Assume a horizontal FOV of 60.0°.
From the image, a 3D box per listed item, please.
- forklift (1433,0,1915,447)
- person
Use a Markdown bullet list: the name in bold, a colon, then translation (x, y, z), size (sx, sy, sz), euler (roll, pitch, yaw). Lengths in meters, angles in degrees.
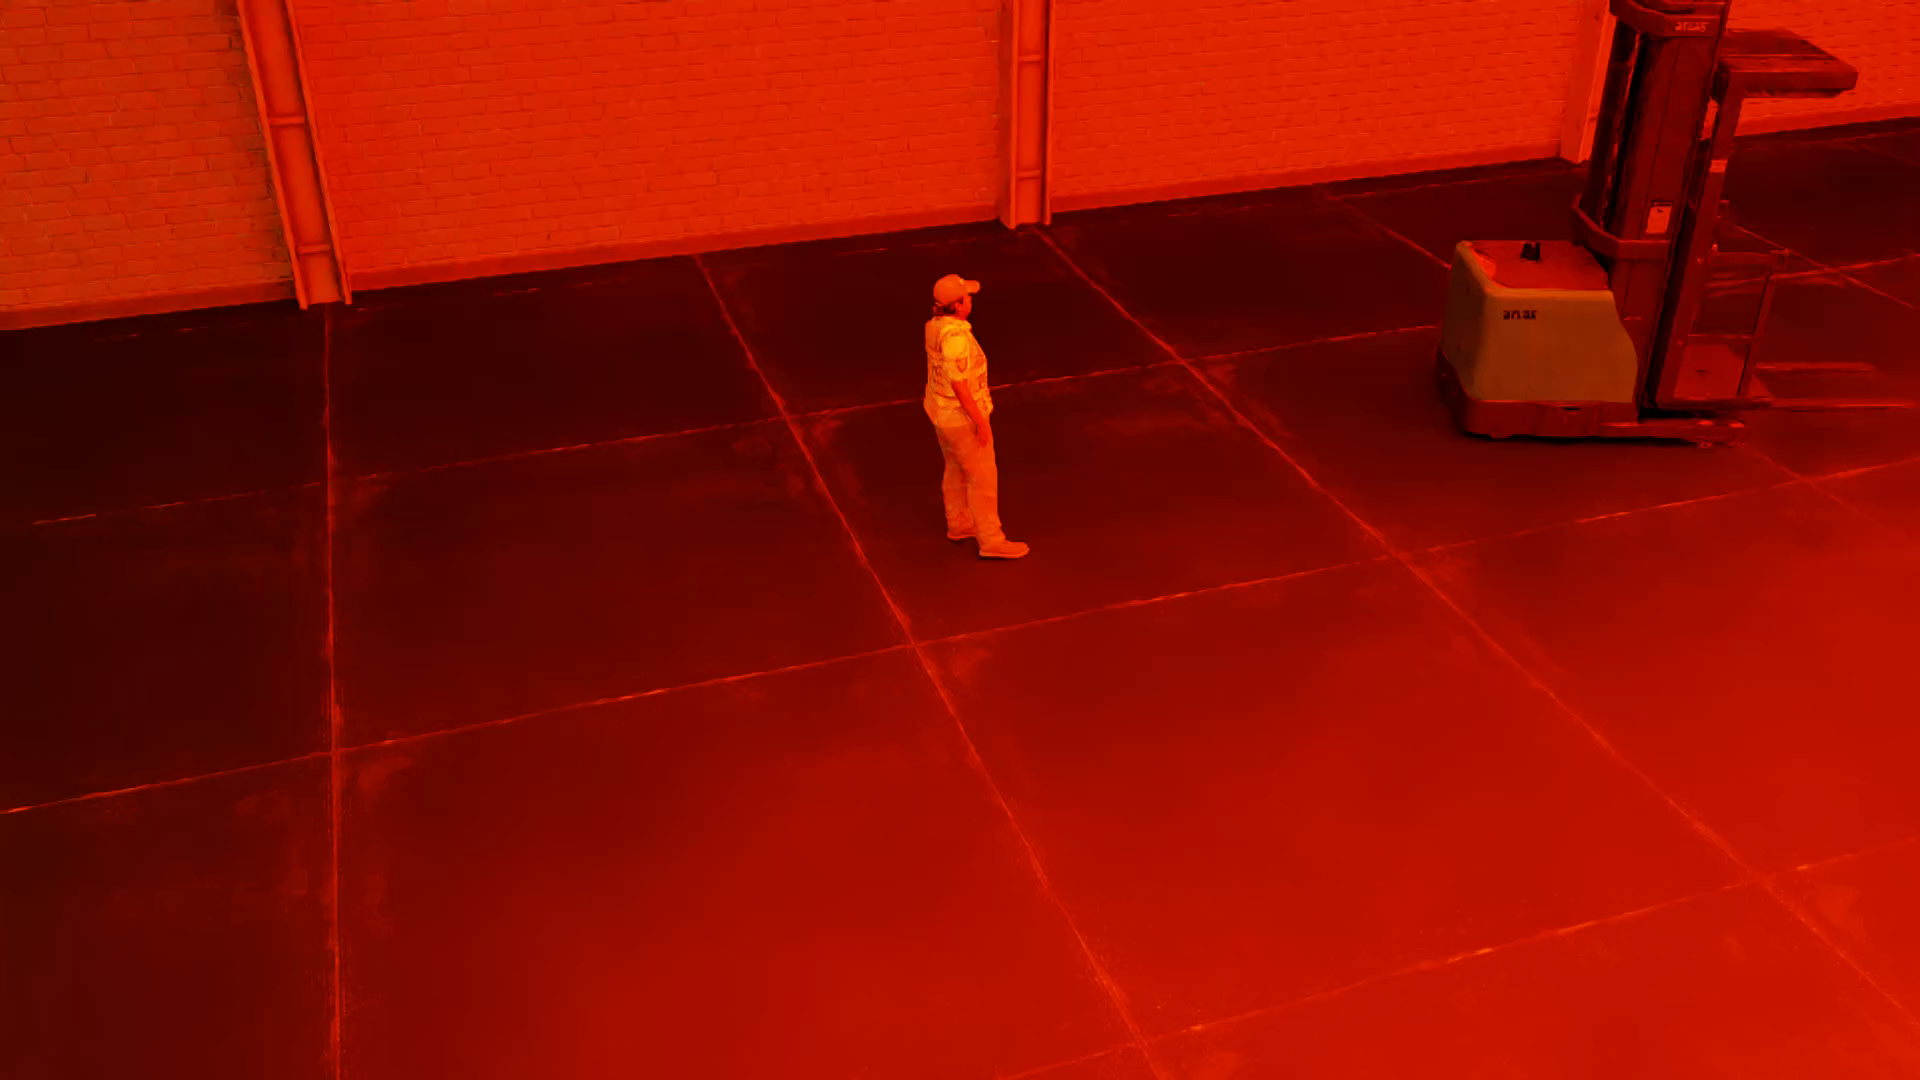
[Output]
- **forklift**: translation (4.902, -2.163, 10.847), size (3.031, 2.935, 1.130), euler (1, 30, 1)
- **person**: translation (0.080, -0.730, 9.609), size (0.529, 1.669, 0.598), euler (-10, 31, -16)
